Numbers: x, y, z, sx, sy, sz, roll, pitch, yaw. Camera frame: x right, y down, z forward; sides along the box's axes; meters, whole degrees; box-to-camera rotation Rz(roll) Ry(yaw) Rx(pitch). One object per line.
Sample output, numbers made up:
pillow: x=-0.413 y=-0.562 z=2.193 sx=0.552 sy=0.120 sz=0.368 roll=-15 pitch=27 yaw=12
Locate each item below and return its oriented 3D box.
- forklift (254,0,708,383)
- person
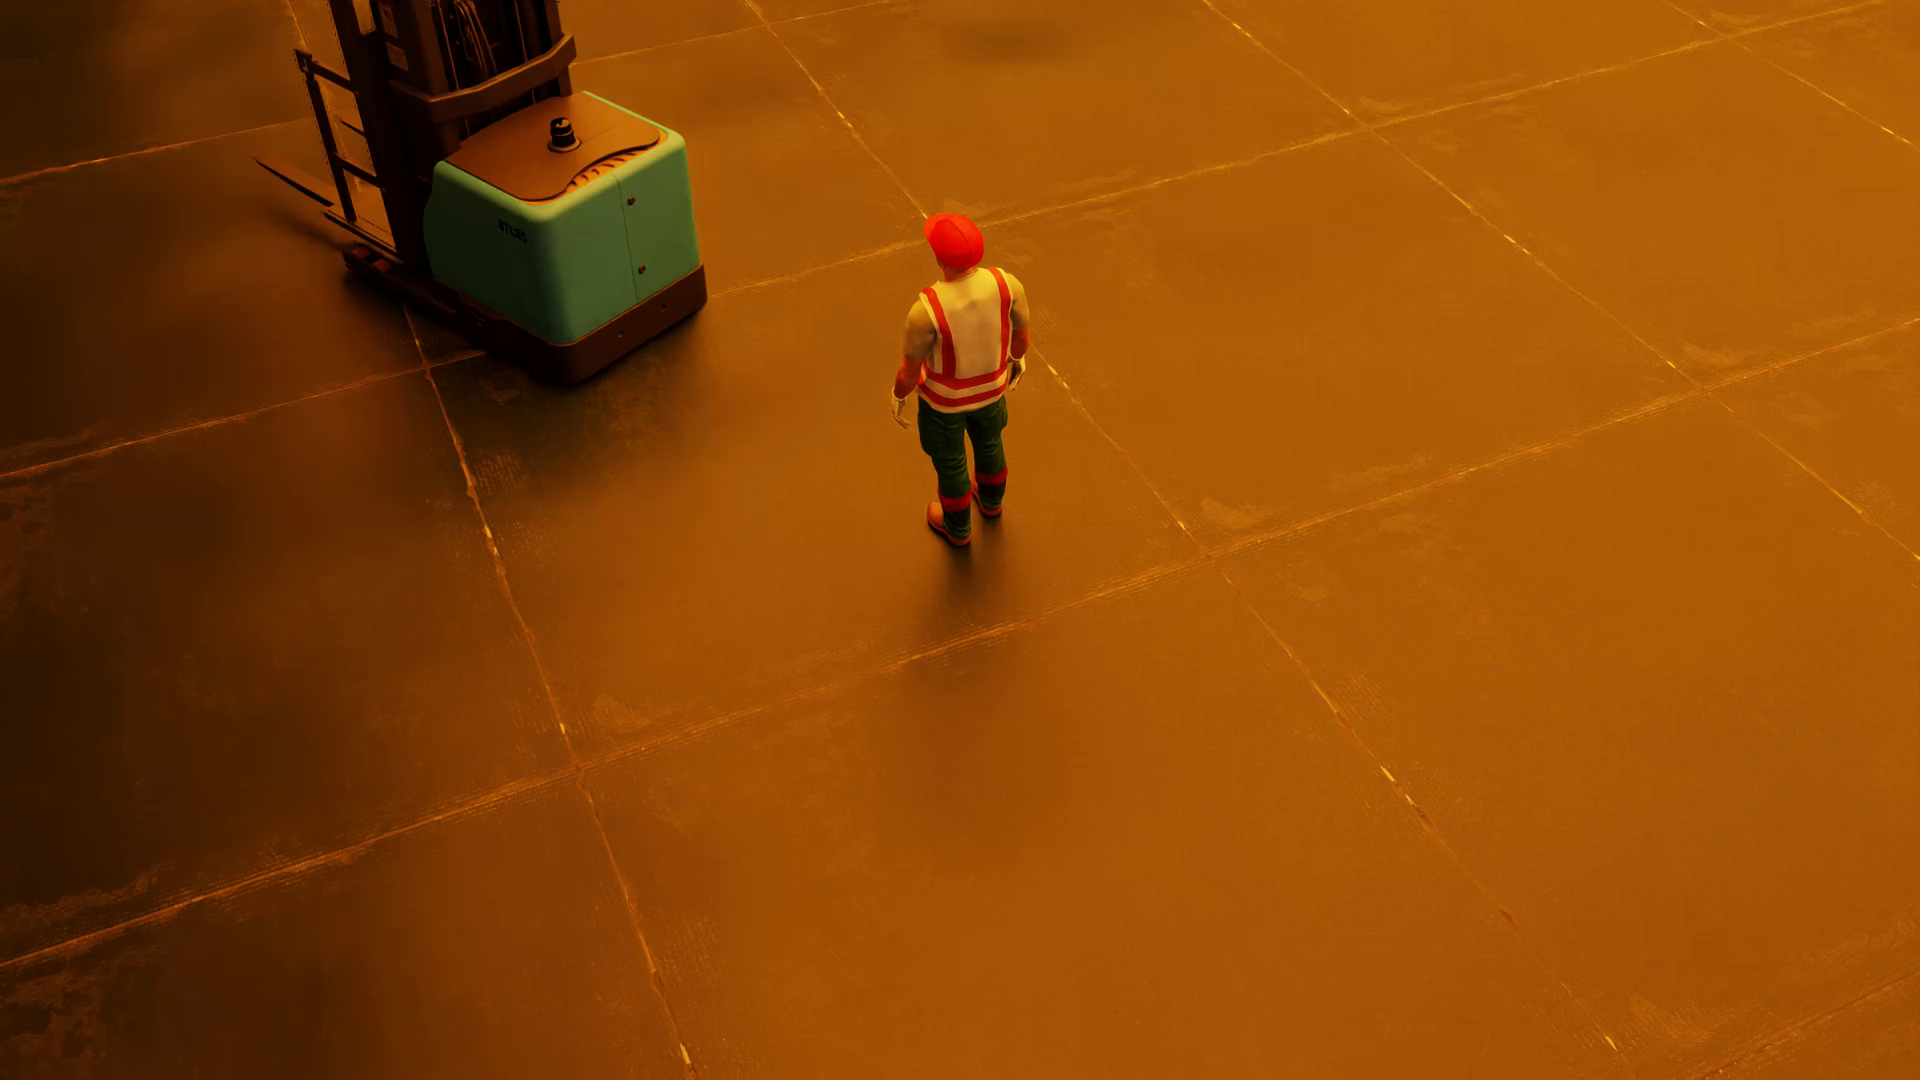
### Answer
forklift: x=-2.848 y=-2.728 z=8.604 sx=3.031 sy=2.935 sz=1.130 roll=29 pitch=50 yaw=28
person: x=-0.023 y=-0.713 z=7.270 sx=0.637 sy=1.790 sz=0.562 roll=-18 pitch=46 yaw=-18
